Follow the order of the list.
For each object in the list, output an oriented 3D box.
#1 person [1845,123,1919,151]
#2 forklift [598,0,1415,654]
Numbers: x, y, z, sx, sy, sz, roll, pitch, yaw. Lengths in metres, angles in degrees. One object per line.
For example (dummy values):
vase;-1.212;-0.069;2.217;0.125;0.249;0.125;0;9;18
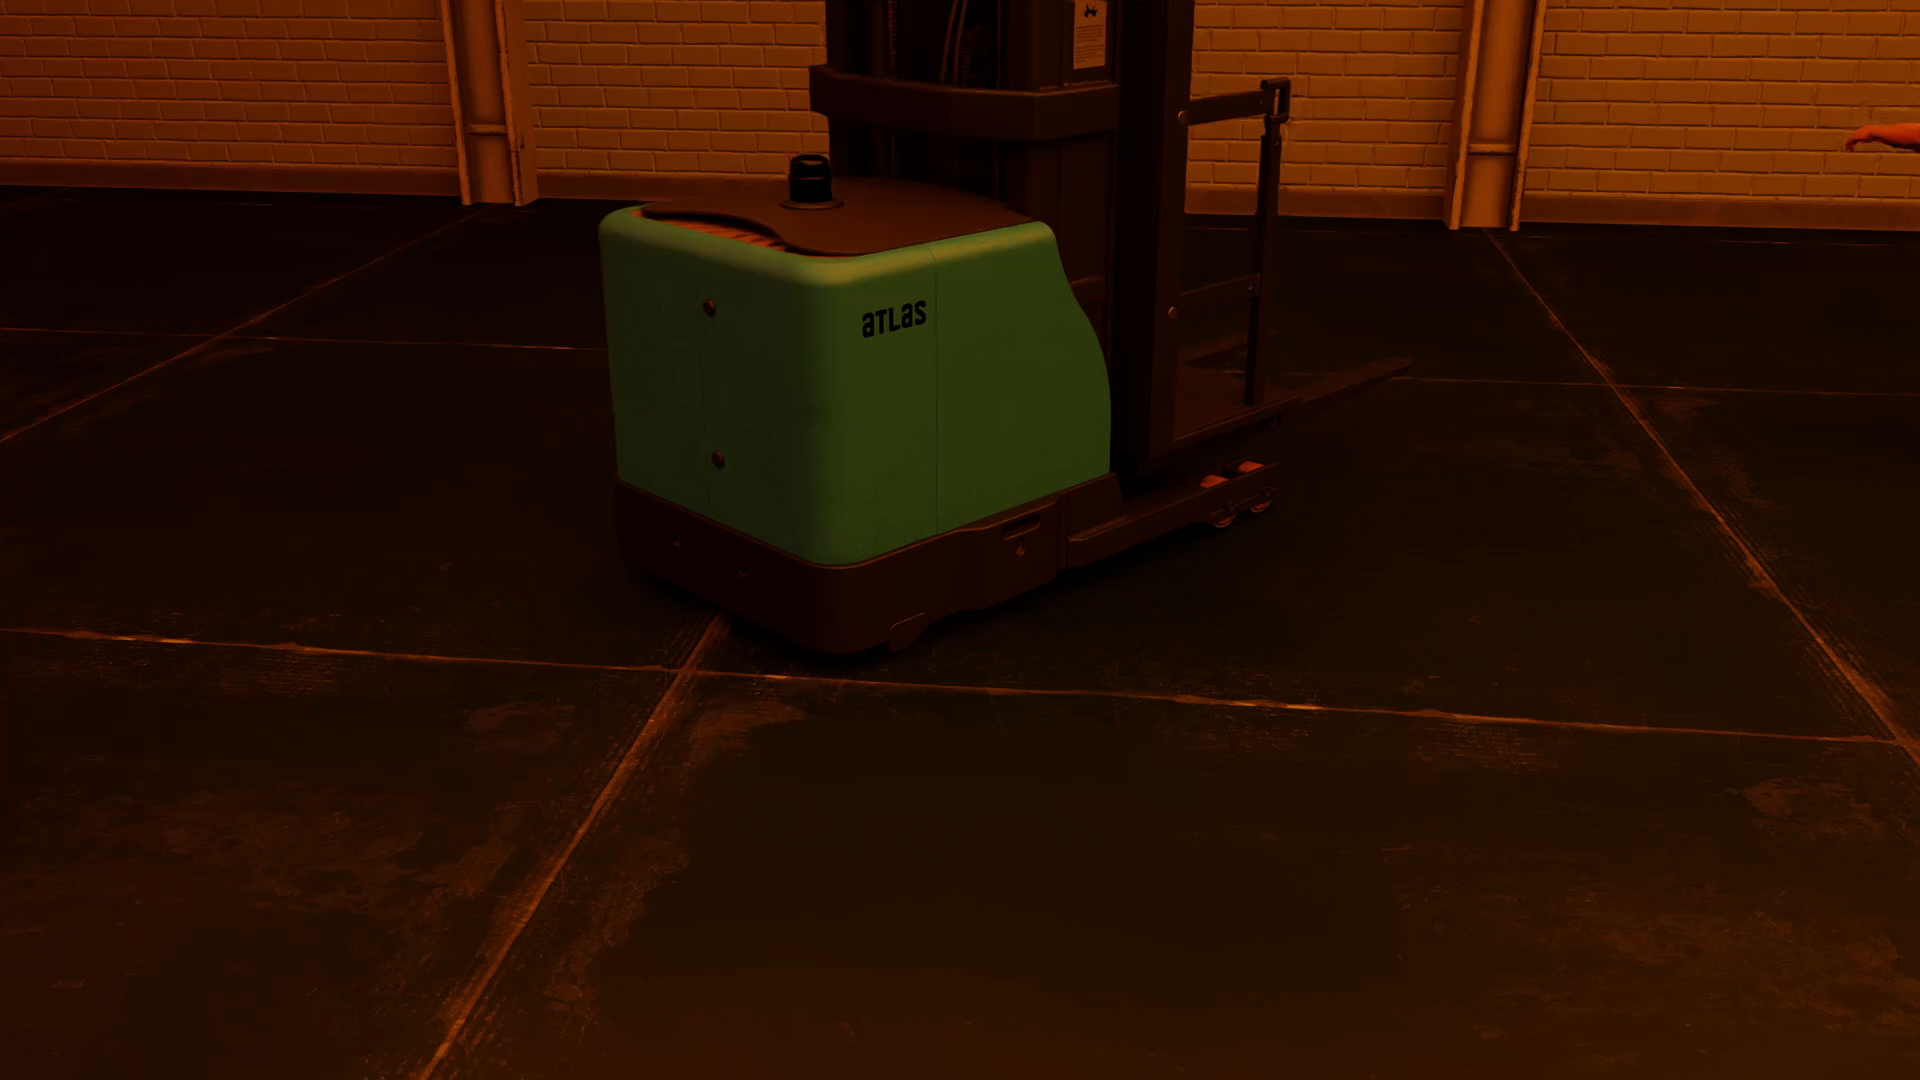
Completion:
person;3.804;-1.072;5.934;0.889;1.526;1.064;-5;23;-13
forklift;0.399;-1.520;5.027;3.031;2.935;1.130;-20;29;-41
